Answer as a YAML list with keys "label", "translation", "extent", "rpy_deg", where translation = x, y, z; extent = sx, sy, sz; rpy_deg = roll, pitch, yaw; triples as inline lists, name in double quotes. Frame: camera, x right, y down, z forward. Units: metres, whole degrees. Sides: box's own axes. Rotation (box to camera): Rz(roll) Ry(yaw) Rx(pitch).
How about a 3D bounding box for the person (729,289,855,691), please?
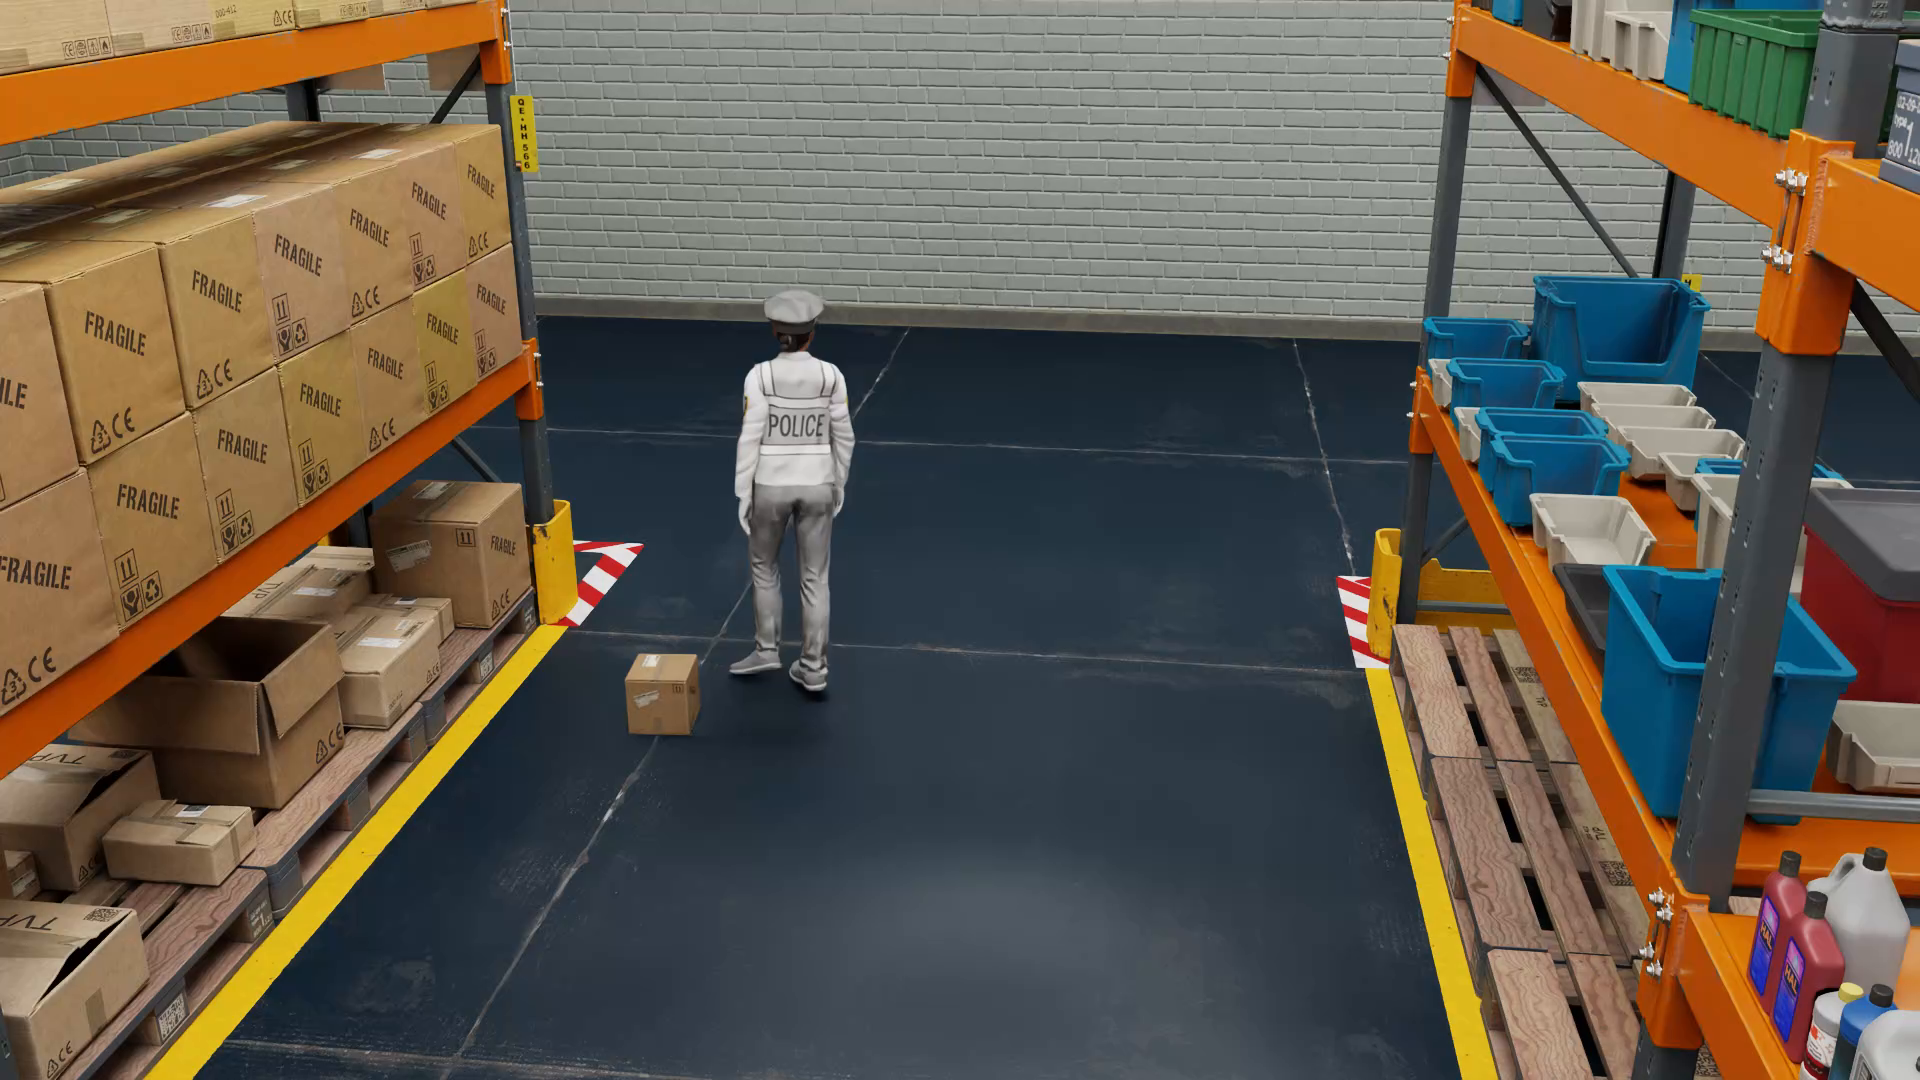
- label: "person"
  translation: [-0.707, -0.160, 7.006]
  extent: [0.580, 1.719, 0.491]
  rpy_deg: [-5, 22, -13]
